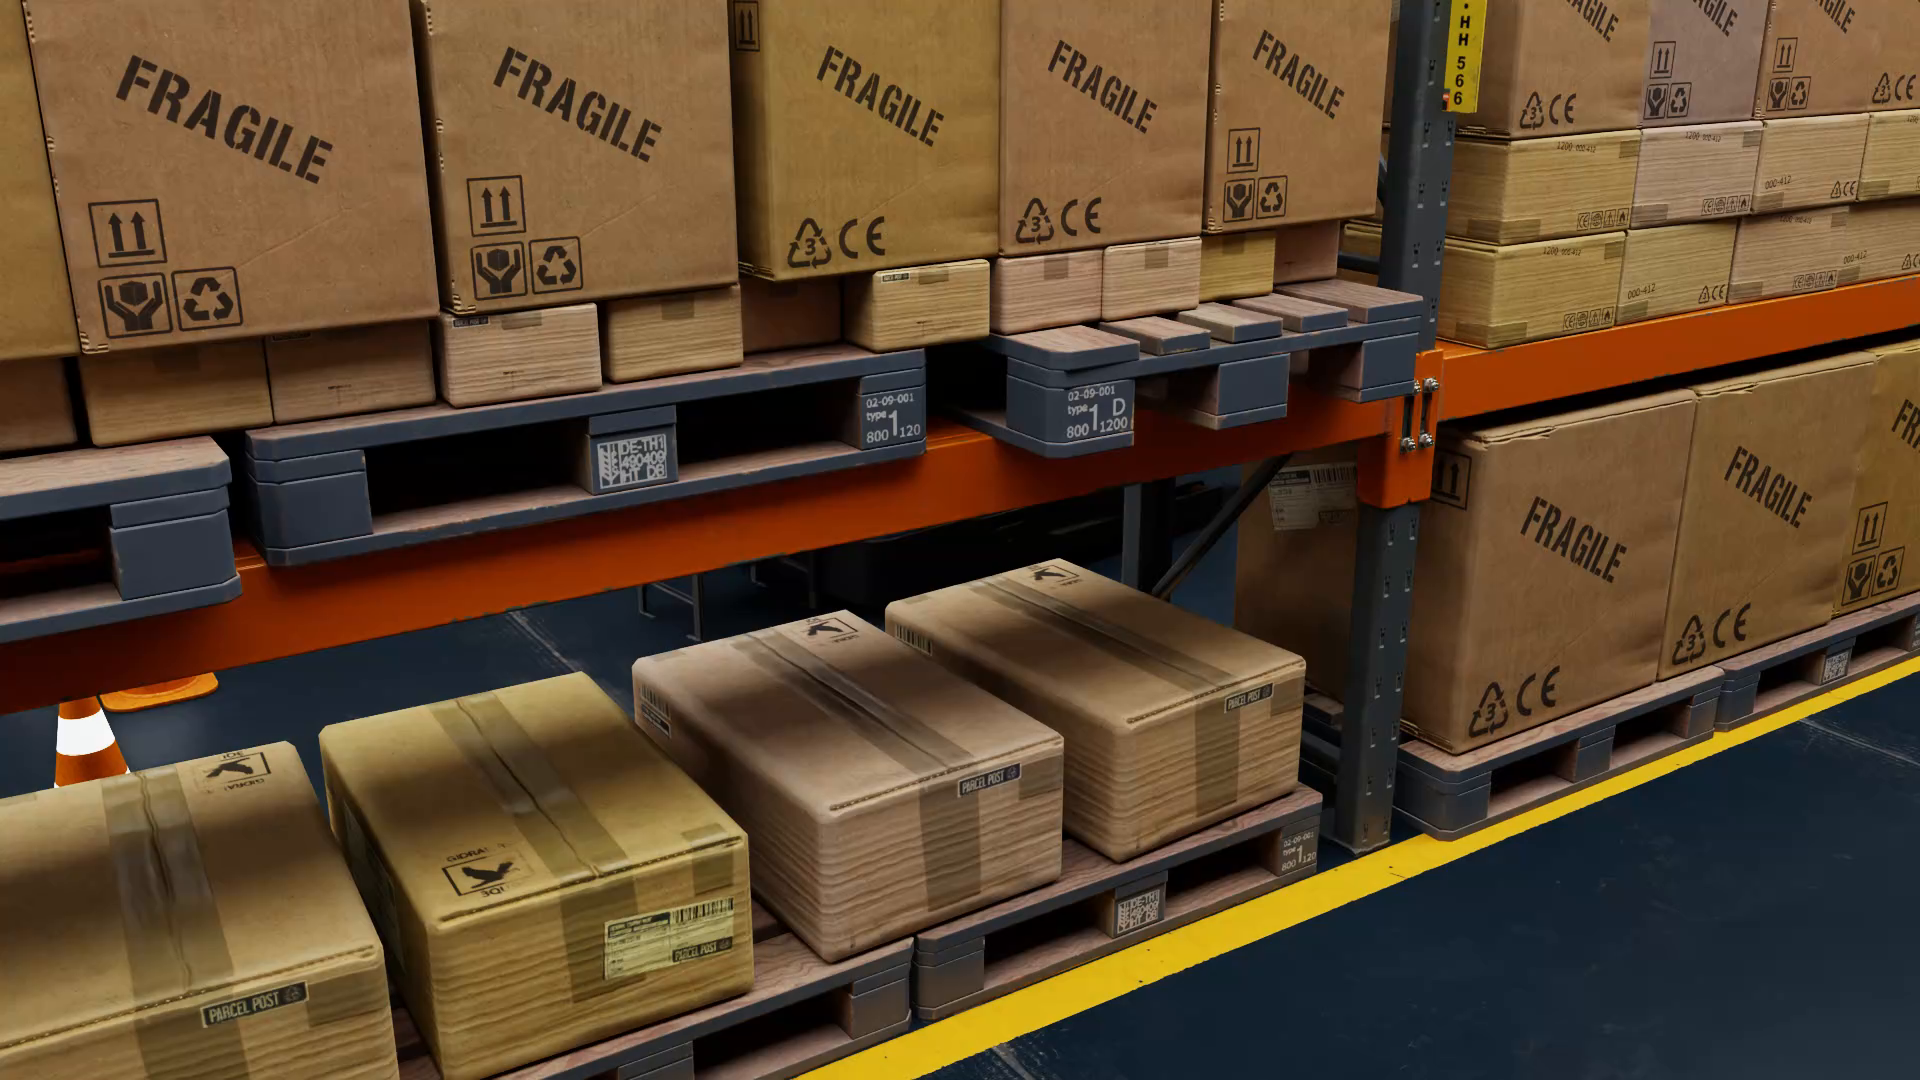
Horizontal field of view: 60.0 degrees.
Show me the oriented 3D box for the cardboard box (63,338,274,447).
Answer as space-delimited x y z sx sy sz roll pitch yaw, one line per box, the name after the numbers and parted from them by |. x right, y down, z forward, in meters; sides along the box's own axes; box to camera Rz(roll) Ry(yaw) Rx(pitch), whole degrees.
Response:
-1.256 -0.275 2.612 0.250 0.149 0.380 -12 22 -31 | cardboard box

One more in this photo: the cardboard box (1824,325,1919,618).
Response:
2.920 -0.346 5.747 0.875 0.875 0.875 -11 22 -30 | cardboard box

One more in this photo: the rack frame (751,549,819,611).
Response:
-0.649 -0.788 5.797 0.015 2.100 0.400 -16 24 -39 | rack frame

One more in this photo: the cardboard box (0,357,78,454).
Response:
-1.494 -0.241 2.511 0.250 0.149 0.380 -10 21 -28 | cardboard box

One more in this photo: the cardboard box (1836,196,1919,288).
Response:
2.621 -0.963 5.143 0.500 0.250 0.500 -12 22 -31 | cardboard box

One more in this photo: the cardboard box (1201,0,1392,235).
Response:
0.577 -0.974 3.665 0.500 0.500 0.500 -13 22 -33 | cardboard box

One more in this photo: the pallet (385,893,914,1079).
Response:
-0.868 0.931 3.662 1.213 0.211 1.003 -12 22 -31 | pallet

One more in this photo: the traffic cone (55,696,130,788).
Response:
-2.272 0.572 4.329 0.334 0.463 0.336 -12 22 -31 | traffic cone

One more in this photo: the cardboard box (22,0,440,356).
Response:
-1.150 -0.601 2.564 0.500 0.500 0.500 -12 22 -32 | cardboard box

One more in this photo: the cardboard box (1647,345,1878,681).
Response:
2.173 -0.189 5.282 0.875 0.875 0.875 -12 22 -31 | cardboard box

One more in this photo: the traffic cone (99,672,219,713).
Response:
-2.579 0.254 5.271 0.334 0.463 0.336 -12 22 -31 | traffic cone

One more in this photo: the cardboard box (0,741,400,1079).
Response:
-1.502 0.789 3.175 0.625 0.372 0.950 -10 21 -28 | cardboard box

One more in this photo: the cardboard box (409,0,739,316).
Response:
-0.726 -0.695 2.840 0.500 0.500 0.500 -13 23 -34 | cardboard box

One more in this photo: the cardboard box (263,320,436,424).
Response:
-1.049 -0.318 2.740 0.250 0.149 0.380 -12 22 -31 | cardboard box

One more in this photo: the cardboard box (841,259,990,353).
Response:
-0.148 -0.483 3.226 0.250 0.149 0.380 -11 22 -30 | cardboard box

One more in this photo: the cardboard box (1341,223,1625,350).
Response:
1.351 -0.689 4.333 0.500 0.250 0.500 -12 22 -32 | cardboard box

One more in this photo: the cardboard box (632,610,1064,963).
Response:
-0.286 0.534 3.929 0.625 0.372 0.950 -12 22 -32 | cardboard box

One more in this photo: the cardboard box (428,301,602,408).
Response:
-0.798 -0.351 2.837 0.250 0.149 0.380 -11 22 -29 | cardboard box

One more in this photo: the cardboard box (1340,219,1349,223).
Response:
1.068 -1.060 4.650 0.500 0.250 0.500 -12 22 -32 | cardboard box

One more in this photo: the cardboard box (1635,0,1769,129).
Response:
1.759 -1.373 4.407 0.500 0.500 0.500 -12 22 -31 | cardboard box

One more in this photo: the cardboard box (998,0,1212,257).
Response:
0.151 -0.880 3.387 0.500 0.500 0.500 -12 22 -32 | cardboard box

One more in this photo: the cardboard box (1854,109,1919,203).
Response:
2.649 -1.191 5.038 0.500 0.250 0.500 -11 22 -30 | cardboard box

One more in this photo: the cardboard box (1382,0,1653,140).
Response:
1.350 -1.284 4.140 0.500 0.500 0.500 -13 22 -33 | cardboard box

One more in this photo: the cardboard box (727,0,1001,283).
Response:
-0.270 -0.791 3.123 0.500 0.500 0.500 -14 23 -35 | cardboard box

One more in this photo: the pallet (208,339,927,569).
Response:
-0.827 -0.291 3.220 1.213 0.211 1.003 -12 22 -31 | pallet

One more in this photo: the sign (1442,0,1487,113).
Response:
1.110 -1.109 3.656 0.005 0.325 0.100 -12 22 -31 | sign

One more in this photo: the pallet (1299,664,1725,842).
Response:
1.503 0.461 5.051 1.213 0.211 1.003 -12 22 -31 | pallet

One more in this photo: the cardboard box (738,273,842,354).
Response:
-0.427 -0.472 3.195 0.250 0.149 0.380 -12 22 -31 | cardboard box

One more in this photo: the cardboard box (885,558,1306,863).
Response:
0.326 0.402 4.320 0.625 0.372 0.950 -14 23 -35 | cardboard box

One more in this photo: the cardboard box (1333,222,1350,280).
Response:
1.083 -0.829 4.746 0.500 0.250 0.500 -13 23 -33 | cardboard box

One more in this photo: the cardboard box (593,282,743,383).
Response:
-0.591 -0.406 2.999 0.250 0.149 0.380 -13 22 -33 | cardboard box

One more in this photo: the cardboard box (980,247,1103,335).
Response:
0.075 -0.535 3.381 0.250 0.149 0.380 -13 23 -34 | cardboard box

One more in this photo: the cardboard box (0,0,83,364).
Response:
-1.570 -0.518 2.317 0.500 0.500 0.500 -12 22 -31 | cardboard box

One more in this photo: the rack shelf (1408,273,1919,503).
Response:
2.474 -0.753 5.410 4.000 0.370 1.077 -12 22 -31 | rack shelf

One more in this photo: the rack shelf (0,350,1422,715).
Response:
-0.867 -0.048 3.326 4.000 0.370 1.077 -12 22 -31 | rack shelf

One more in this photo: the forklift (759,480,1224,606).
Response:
0.464 -1.521 6.668 3.031 2.935 1.130 -16 24 -39 | forklift

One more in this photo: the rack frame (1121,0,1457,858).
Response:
0.803 -0.741 4.253 0.127 3.000 1.000 -12 22 -31 | rack frame

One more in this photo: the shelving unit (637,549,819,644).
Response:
-0.831 -0.736 5.643 0.503 2.100 0.431 -16 24 -39 | shelving unit

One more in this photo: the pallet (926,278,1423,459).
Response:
0.267 -0.496 3.828 1.003 0.211 1.213 -12 22 -31 | pallet

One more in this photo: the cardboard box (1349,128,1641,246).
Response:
1.362 -0.930 4.266 0.500 0.250 0.500 -12 22 -32 | cardboard box

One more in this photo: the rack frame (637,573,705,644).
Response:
-1.013 -0.684 5.489 0.015 2.100 0.400 -16 24 -39 | rack frame

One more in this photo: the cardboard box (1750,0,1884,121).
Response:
2.199 -1.460 4.664 0.500 0.500 0.500 -11 22 -30 | cardboard box

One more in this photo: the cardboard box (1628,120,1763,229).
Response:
1.795 -1.021 4.534 0.500 0.250 0.500 -11 22 -30 | cardboard box

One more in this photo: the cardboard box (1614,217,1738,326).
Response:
1.770 -0.784 4.615 0.500 0.250 0.500 -13 22 -33 | cardboard box

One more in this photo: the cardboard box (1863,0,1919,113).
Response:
2.623 -1.548 4.924 0.500 0.500 0.500 -12 22 -31 | cardboard box

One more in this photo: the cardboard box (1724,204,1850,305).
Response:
2.211 -0.875 4.883 0.500 0.250 0.500 -11 22 -30 | cardboard box

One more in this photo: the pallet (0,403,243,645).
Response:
-1.819 -0.041 2.483 1.213 0.211 1.003 -12 22 -31 | pallet

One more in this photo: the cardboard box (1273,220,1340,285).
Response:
0.659 -0.700 3.869 0.250 0.149 0.380 -11 22 -29 | cardboard box

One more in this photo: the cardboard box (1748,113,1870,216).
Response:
2.218 -1.105 4.784 0.500 0.250 0.500 -12 22 -32 | cardboard box

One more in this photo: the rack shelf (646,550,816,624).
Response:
-0.831 -0.060 5.872 0.480 0.518 0.431 -16 24 -39 | rack shelf

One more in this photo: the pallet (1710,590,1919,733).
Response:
2.521 0.248 5.683 1.213 0.211 1.003 -12 22 -31 | pallet

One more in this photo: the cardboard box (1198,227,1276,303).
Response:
0.475 -0.634 3.672 0.250 0.149 0.380 -12 22 -31 | cardboard box

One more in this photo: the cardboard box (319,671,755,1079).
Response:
-0.922 0.666 3.539 0.625 0.372 0.950 -11 22 -30 | cardboard box

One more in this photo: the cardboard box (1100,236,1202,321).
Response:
0.289 -0.577 3.506 0.250 0.149 0.380 -12 22 -32 | cardboard box

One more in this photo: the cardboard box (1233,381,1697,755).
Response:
1.426 -0.033 4.820 0.875 0.875 0.875 -12 22 -32 | cardboard box

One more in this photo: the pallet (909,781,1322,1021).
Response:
0.150 0.717 4.294 1.213 0.211 1.003 -12 22 -31 | pallet
